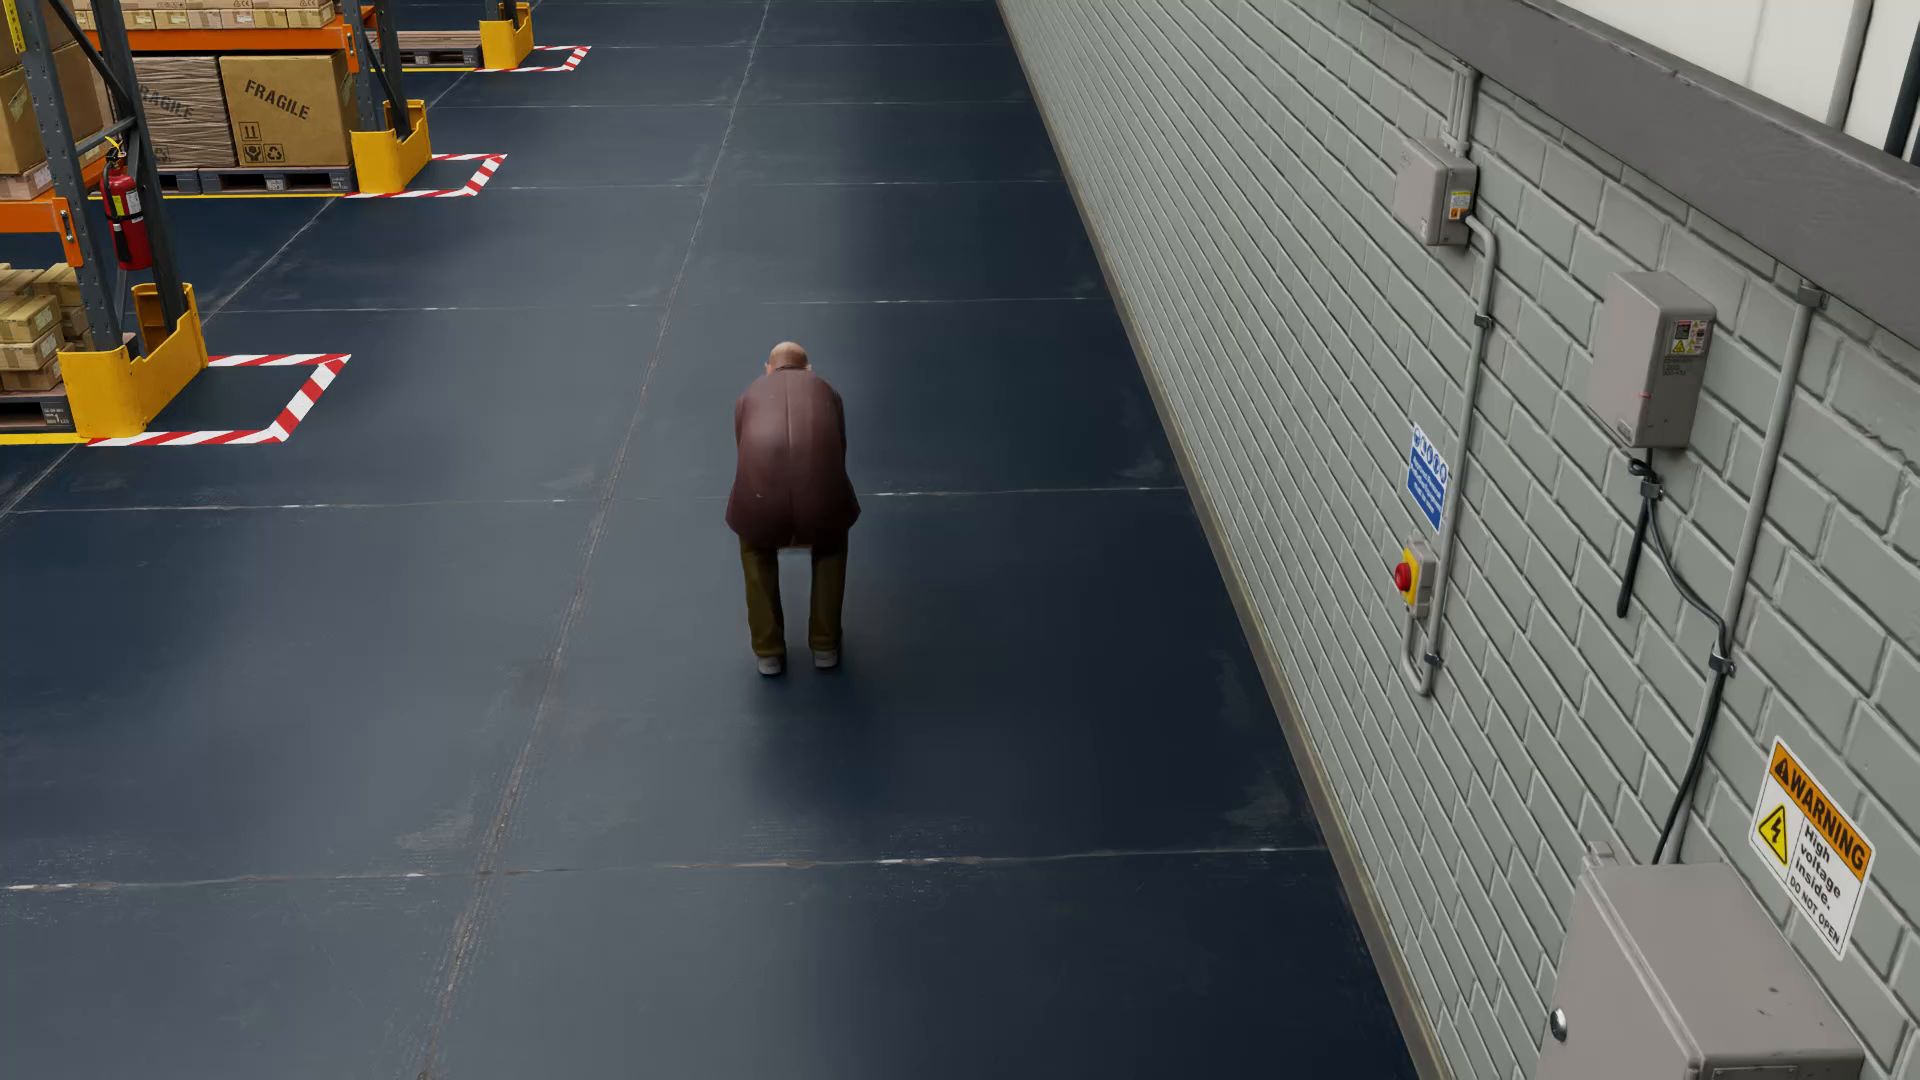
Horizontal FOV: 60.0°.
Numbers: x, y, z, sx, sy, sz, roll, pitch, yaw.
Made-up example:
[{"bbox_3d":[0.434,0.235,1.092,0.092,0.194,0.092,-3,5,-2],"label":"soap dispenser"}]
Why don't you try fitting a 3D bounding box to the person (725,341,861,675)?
[{"bbox_3d":[-0.702,-0.138,7.034,0.559,1.203,0.939,-2,27,-4],"label":"person"}]
